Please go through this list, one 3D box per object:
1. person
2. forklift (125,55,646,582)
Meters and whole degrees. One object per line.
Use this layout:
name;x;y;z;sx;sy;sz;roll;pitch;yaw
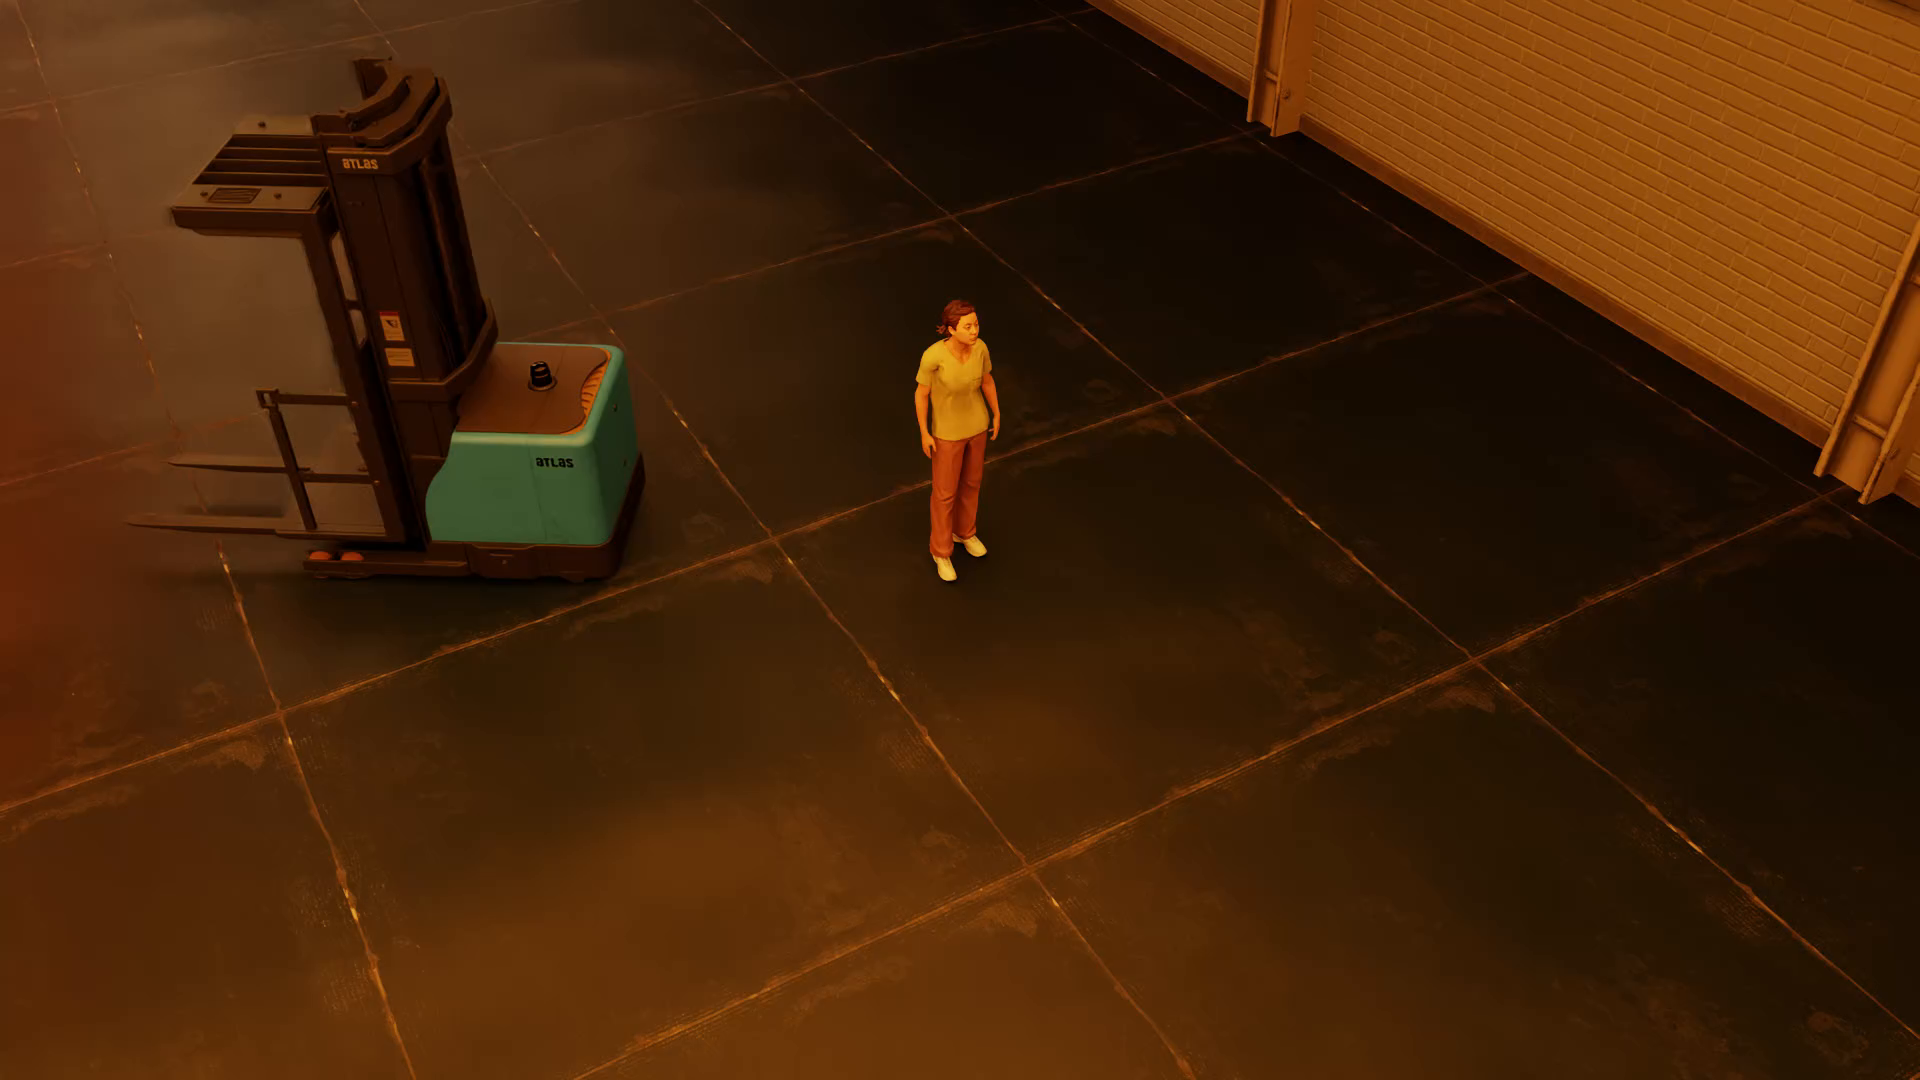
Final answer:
person;0.027;-0.606;9.738;0.553;1.673;0.548;-20;44;-23
forklift;-3.551;-1.226;9.515;3.031;2.935;1.130;2;40;2
